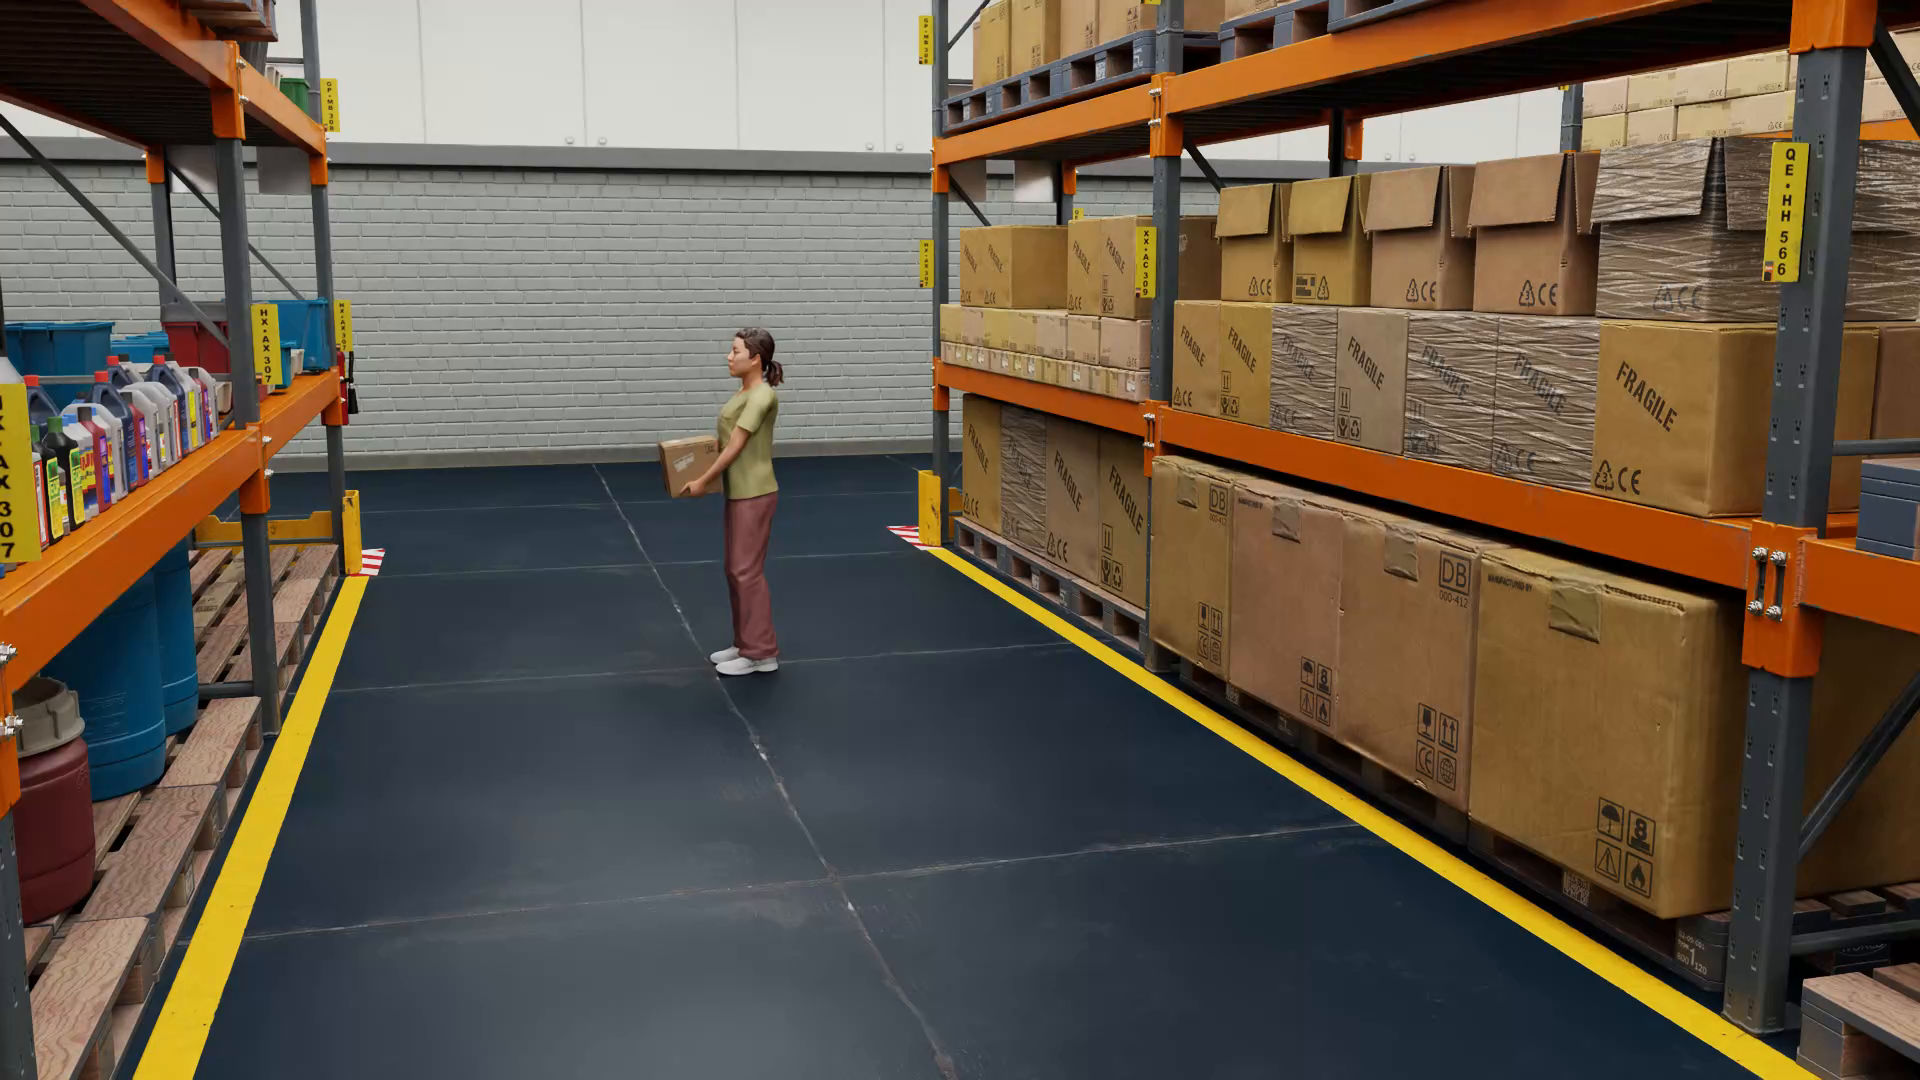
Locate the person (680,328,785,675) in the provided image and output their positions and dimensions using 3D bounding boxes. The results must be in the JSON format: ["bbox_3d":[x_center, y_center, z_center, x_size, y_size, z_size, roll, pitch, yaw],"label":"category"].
[{"bbox_3d":[-1.102,-0.189,8.066,0.538,1.668,0.420,-3,10,-16],"label":"person"}]
